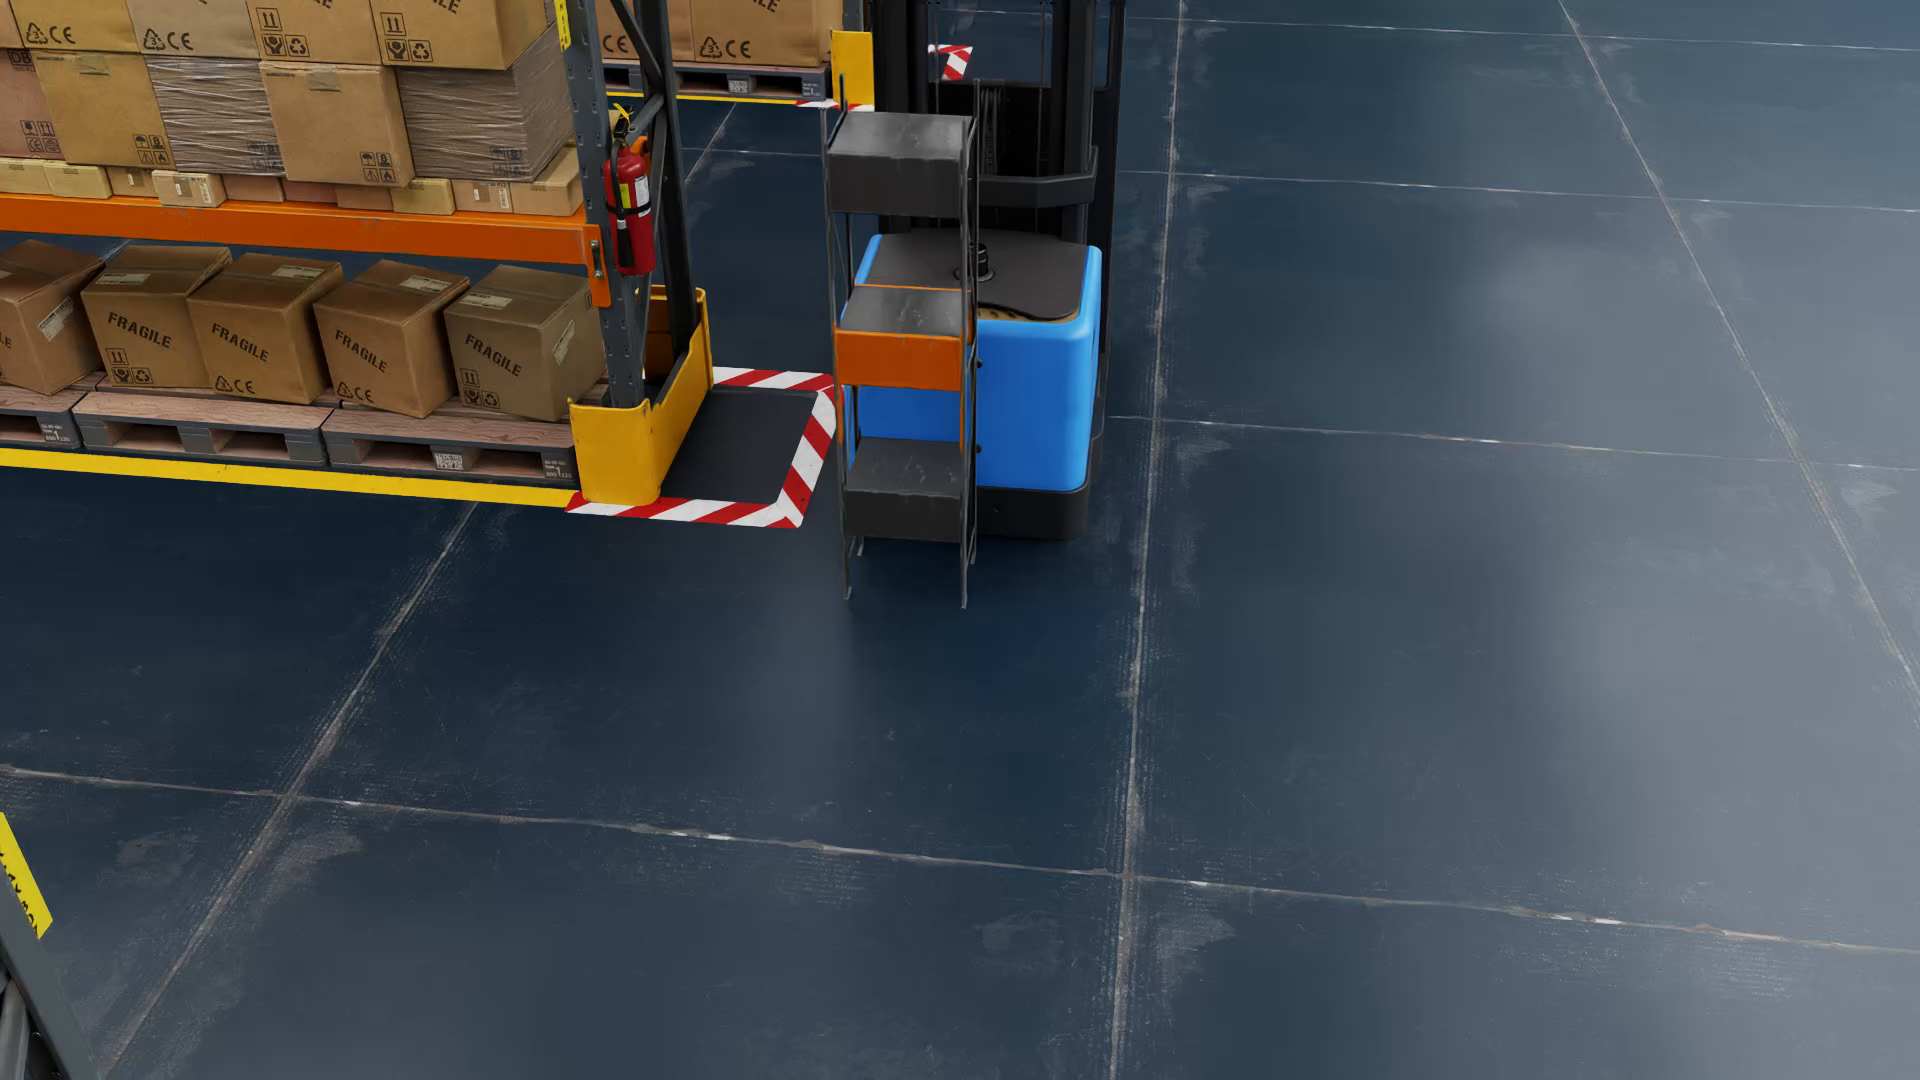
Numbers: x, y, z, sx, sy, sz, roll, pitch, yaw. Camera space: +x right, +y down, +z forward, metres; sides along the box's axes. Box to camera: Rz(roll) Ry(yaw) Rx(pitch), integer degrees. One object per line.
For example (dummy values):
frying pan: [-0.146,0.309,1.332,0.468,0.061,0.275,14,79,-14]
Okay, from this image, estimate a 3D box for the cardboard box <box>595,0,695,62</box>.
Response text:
cardboard box: [-2.219,-3.945,11.663,0.875,0.875,0.875,4,36,5]

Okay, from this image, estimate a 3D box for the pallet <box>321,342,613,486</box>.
pallet: [-2.274,-0.663,7.998,1.213,0.211,1.003,4,36,6]

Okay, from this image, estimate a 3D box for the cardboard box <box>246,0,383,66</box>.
cardboard box: [-2.471,-2.213,6.566,0.500,0.500,0.500,4,36,6]

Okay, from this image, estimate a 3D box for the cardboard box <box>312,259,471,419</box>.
cardboard box: [-2.612,-0.946,7.784,0.500,0.500,0.500,14,38,18]

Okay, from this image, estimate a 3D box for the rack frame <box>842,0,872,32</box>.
rack frame: [-0.665,-4.563,11.061,0.127,3.000,1.000,4,36,6]

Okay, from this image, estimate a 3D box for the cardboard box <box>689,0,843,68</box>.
cardboard box: [-1.346,-3.881,11.573,0.875,0.875,0.875,4,36,6]

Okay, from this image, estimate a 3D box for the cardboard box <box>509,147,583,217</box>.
cardboard box: [-1.706,-1.512,7.003,0.250,0.149,0.380,4,36,6]

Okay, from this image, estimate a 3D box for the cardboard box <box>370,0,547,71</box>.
cardboard box: [-1.974,-2.179,6.519,0.500,0.500,0.500,4,36,6]

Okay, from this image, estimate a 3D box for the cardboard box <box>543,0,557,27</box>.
cardboard box: [-1.908,-2.479,6.938,0.500,0.500,0.500,4,36,6]

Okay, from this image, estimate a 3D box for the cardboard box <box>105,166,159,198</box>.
cardboard box: [-3.446,-1.621,7.156,0.250,0.149,0.380,4,36,6]

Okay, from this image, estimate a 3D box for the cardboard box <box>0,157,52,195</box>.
cardboard box: [-3.947,-1.638,7.180,0.250,0.149,0.380,4,36,6]

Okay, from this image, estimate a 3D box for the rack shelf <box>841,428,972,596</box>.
rack shelf: [-0.205,-0.117,6.835,0.480,0.518,0.431,4,36,6]

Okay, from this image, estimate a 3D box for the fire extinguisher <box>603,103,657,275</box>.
fire extinguisher: [-1.342,-1.407,6.706,0.183,0.674,0.296,4,36,6]

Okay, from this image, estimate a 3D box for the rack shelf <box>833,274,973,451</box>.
rack shelf: [-0.205,-0.687,6.429,0.480,0.518,0.431,4,36,6]

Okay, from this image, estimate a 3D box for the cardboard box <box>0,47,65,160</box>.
cardboard box: [-3.926,-2.065,7.219,0.500,0.500,0.875,4,36,6]

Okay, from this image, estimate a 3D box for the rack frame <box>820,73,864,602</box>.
rack frame: [-0.447,-0.715,6.445,0.015,2.100,0.400,4,36,6]

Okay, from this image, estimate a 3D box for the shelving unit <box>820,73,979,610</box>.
shelving unit: [-0.205,-0.698,6.421,0.503,2.100,0.431,4,36,6]

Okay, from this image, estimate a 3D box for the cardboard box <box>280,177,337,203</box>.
cardboard box: [-2.697,-1.590,7.111,0.250,0.149,0.380,4,36,6]

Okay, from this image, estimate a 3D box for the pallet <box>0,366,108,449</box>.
pallet: [-4.694,-0.844,8.251,1.213,0.211,1.003,4,36,6]

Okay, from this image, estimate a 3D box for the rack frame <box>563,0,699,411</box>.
rack frame: [-1.397,-1.712,7.067,0.127,3.000,1.000,4,36,6]

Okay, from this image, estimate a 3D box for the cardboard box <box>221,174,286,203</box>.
cardboard box: [-2.948,-1.595,7.119,0.250,0.149,0.380,4,36,6]

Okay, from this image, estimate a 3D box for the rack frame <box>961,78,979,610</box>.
rack frame: [0.037,-0.681,6.397,0.015,2.100,0.400,4,36,6]

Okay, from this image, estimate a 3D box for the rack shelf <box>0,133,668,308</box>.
rack shelf: [-3.381,-1.567,7.483,4.000,0.370,1.077,4,36,6]

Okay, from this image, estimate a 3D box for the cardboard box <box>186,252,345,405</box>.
cardboard box: [-3.230,-1.003,7.864,0.500,0.500,0.500,7,36,10]

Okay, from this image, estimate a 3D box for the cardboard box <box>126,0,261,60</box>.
cardboard box: [-2.967,-2.251,6.620,0.500,0.500,0.500,4,36,6]

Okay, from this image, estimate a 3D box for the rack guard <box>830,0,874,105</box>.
rack guard: [-0.641,-3.543,11.785,0.348,0.500,1.175,4,36,6]

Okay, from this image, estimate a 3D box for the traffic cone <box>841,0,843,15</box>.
traffic cone: [-1.011,-4.388,12.999,0.334,0.463,0.336,4,36,6]

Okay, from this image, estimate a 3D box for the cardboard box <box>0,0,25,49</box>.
cardboard box: [-3.959,-2.324,6.721,0.500,0.500,0.500,4,36,6]

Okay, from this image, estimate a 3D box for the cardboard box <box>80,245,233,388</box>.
cardboard box: [-3.778,-1.070,7.958,0.500,0.500,0.500,1,36,2]

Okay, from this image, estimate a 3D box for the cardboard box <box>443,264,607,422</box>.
cardboard box: [-2.014,-0.922,7.749,0.500,0.500,0.500,11,37,15]

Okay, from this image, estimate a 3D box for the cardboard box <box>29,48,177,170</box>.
cardboard box: [-3.435,-2.004,7.134,0.500,0.500,0.875,4,36,6]

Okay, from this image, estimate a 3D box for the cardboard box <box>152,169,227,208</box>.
cardboard box: [-3.207,-1.563,7.074,0.250,0.149,0.380,4,36,6]

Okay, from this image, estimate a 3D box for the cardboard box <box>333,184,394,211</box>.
cardboard box: [-2.455,-1.547,7.052,0.250,0.149,0.380,4,36,6]

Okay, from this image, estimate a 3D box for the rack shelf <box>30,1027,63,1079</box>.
rack shelf: [-4.012,1.286,3.485,4.000,0.370,1.077,4,36,6]

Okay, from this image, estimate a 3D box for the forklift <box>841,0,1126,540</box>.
forklift: [0.194,-2.039,7.584,1.130,2.935,3.031,4,36,6]

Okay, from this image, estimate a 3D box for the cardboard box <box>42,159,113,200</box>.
cardboard box: [-3.700,-1.613,7.145,0.250,0.149,0.380,4,36,6]

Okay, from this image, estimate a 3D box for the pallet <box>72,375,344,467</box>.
pallet: [-3.481,-0.755,8.126,1.213,0.211,1.003,4,36,6]

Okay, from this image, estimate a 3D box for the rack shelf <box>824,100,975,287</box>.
rack shelf: [-0.205,-1.257,6.022,0.480,0.518,0.431,4,36,6]

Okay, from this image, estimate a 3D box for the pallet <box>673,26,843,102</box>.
pallet: [-1.468,-3.442,11.891,1.213,0.211,1.003,4,36,6]

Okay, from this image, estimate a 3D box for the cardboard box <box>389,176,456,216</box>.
cardboard box: [-2.209,-1.520,7.014,0.250,0.149,0.380,4,36,6]

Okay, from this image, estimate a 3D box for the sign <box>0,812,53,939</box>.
sign: [-1.954,0.712,3.432,0.005,0.325,0.100,4,36,6]

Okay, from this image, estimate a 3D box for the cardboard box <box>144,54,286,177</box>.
cardboard box: [-2.941,-1.960,7.072,0.500,0.500,0.875,4,36,6]

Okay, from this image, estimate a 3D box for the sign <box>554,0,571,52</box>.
sign: [-1.488,-1.994,6.193,0.005,0.325,0.100,4,36,6]

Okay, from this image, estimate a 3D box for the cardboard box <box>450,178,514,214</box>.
cardboard box: [-1.954,-1.531,7.029,0.250,0.149,0.380,4,36,6]

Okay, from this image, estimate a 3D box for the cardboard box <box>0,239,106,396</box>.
cardboard box: [-4.404,-1.071,7.959,0.500,0.500,0.500,16,38,21]

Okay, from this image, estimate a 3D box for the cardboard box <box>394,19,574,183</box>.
cardboard box: [-1.939,-1.930,7.031,0.500,0.500,0.875,4,36,6]

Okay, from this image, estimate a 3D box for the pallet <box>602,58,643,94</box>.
pallet: [-2.675,-3.533,12.019,1.213,0.211,1.003,4,36,6]

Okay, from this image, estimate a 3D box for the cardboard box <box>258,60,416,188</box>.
cardboard box: [-2.450,-1.898,6.986,0.500,0.500,0.875,4,36,6]

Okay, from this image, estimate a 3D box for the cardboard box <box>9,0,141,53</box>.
cardboard box: [-3.461,-2.293,6.678,0.500,0.500,0.500,4,36,6]

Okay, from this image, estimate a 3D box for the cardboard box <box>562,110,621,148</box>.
cardboard box: [-1.650,-1.768,7.362,0.250,0.149,0.380,4,36,6]

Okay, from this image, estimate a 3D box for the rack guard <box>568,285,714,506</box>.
rack guard: [-1.473,-0.700,7.801,0.348,0.500,1.175,4,36,6]
